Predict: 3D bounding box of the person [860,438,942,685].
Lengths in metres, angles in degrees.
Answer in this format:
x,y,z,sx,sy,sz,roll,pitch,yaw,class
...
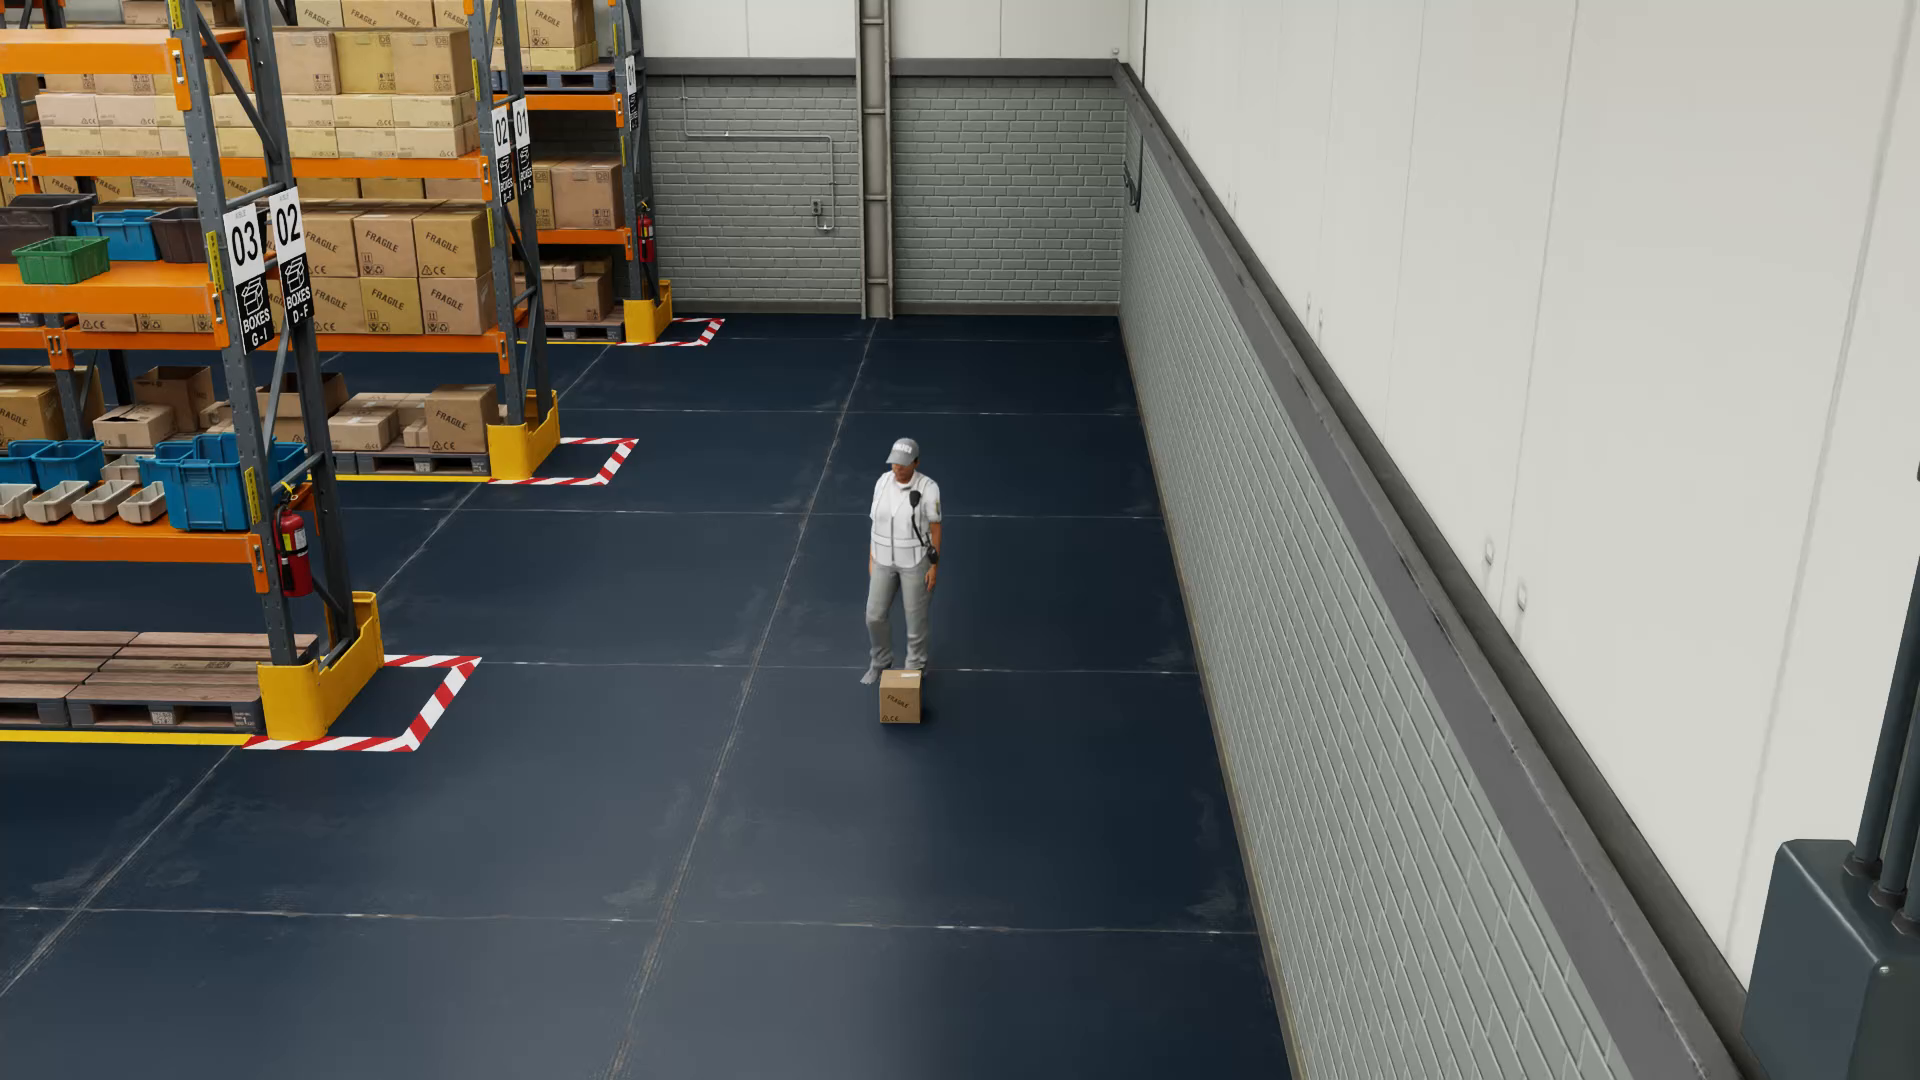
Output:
x,y,z,sx,sy,sz,roll,pitch,yaw,class
-0.382,0.171,10.697,0.528,1.727,0.375,8,22,19,person
